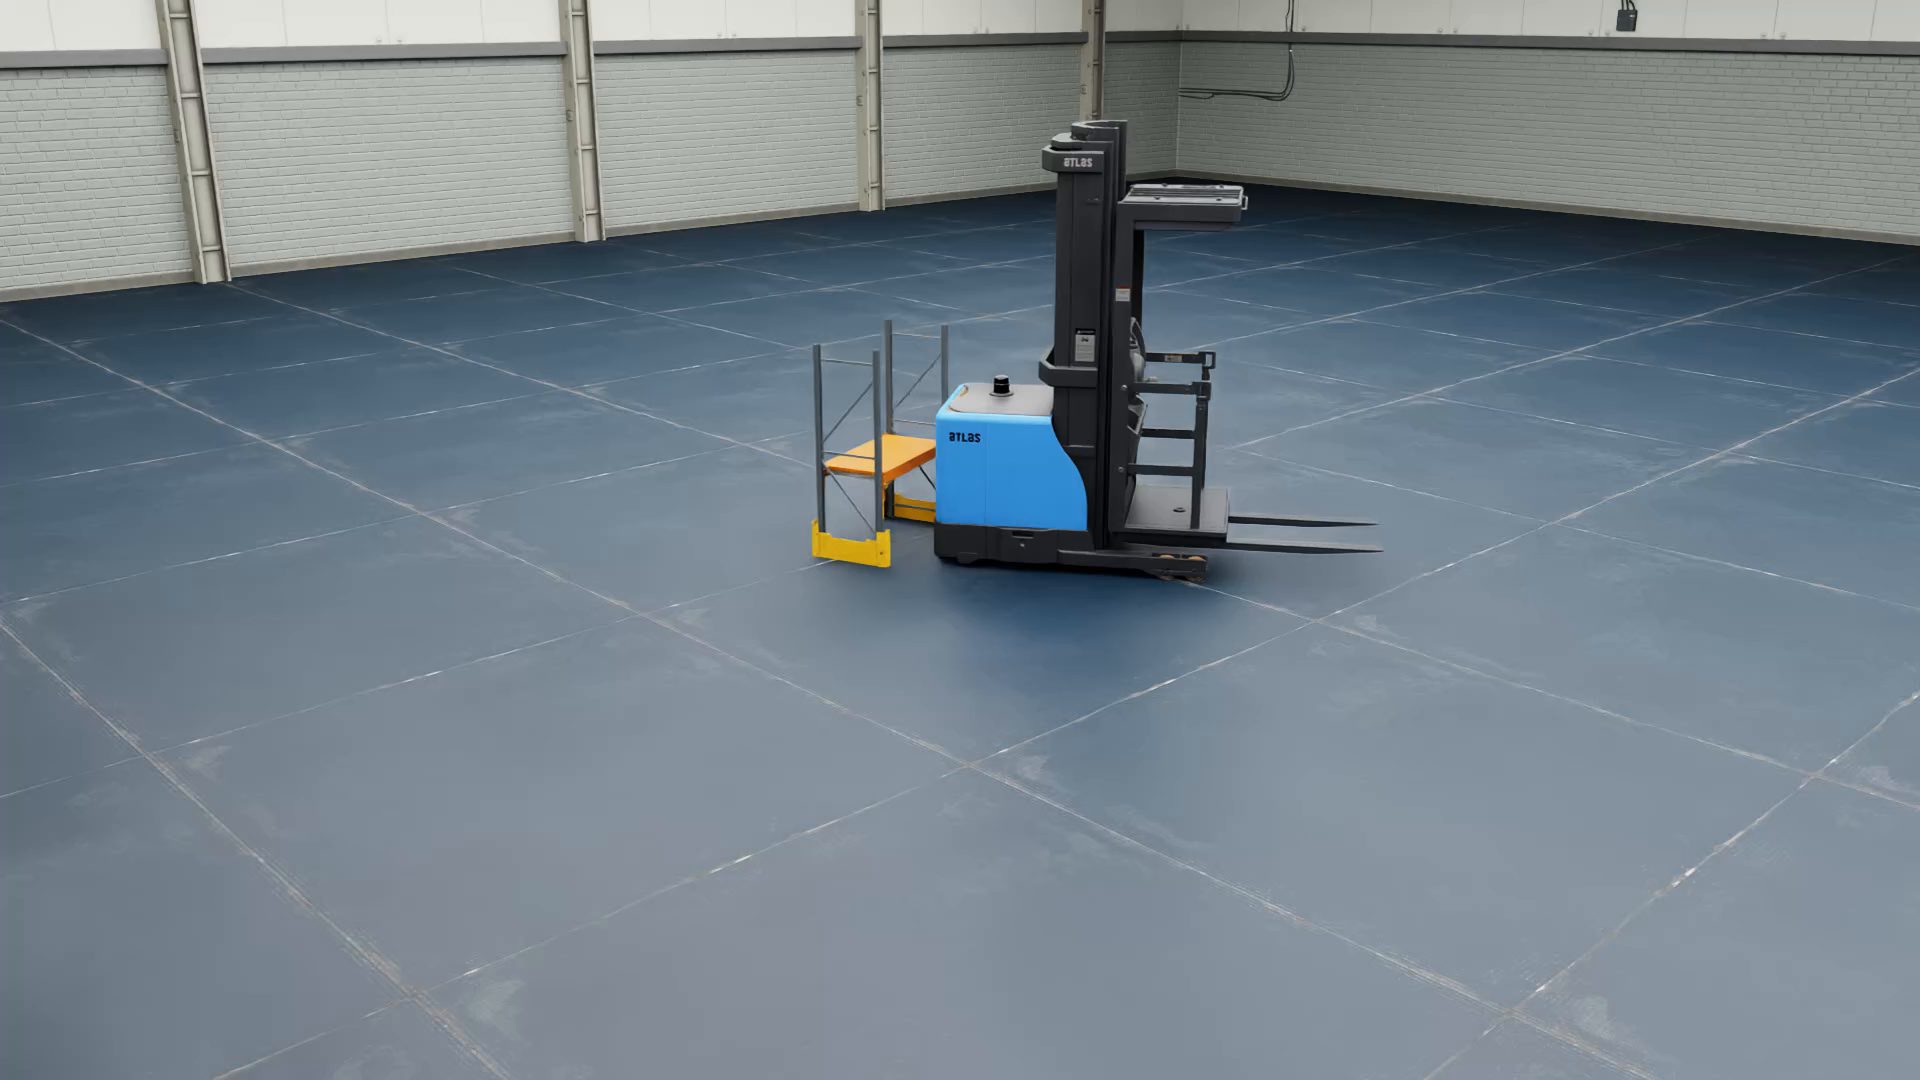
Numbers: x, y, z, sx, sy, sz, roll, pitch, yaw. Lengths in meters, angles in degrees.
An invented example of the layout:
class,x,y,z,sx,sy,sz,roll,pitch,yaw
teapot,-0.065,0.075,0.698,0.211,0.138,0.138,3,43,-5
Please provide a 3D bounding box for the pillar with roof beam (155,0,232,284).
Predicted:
class,x,y,z,sx,sy,sz,roll,pitch,yaw
pillar with roof beam,-7.403,-6.910,18.707,0.400,9.000,9.100,-16,24,-41

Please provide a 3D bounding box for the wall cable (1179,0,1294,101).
class,x,y,z,sx,sy,sz,roll,pitch,yaw
wall cable,5.767,-10.540,34.937,0.112,2.526,3.097,-16,24,-41

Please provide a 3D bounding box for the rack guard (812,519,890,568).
class,x,y,z,sx,sy,sz,roll,pitch,yaw
rack guard,-0.757,0.022,11.512,0.587,0.250,0.087,8,20,24

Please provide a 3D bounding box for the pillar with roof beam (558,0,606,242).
class,x,y,z,sx,sy,sz,roll,pitch,yaw
pillar with roof beam,-3.043,-8.182,22.629,0.400,9.000,9.100,-16,24,-41

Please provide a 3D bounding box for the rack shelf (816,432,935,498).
class,x,y,z,sx,sy,sz,roll,pitch,yaw
rack shelf,-0.536,-0.542,11.809,0.538,0.185,1.000,8,20,24

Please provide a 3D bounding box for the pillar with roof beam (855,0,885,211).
class,x,y,z,sx,sy,sz,roll,pitch,yaw
pillar with roof beam,1.316,-9.453,26.550,0.400,9.000,9.100,-16,24,-41

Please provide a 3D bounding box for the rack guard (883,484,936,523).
class,x,y,z,sx,sy,sz,roll,pitch,yaw
rack guard,-0.323,-0.255,12.365,0.587,0.250,0.087,8,20,24

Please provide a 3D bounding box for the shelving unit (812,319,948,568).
class,x,y,z,sx,sy,sz,roll,pitch,yaw
shelving unit,-0.540,-0.711,11.746,0.587,1.500,1.083,8,20,24

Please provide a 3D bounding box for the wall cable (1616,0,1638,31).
class,x,y,z,sx,sy,sz,roll,pitch,yaw
wall cable,12.278,-11.504,27.362,0.169,6.003,2.305,-16,24,-41

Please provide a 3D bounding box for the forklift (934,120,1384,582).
class,x,y,z,sx,sy,sz,roll,pitch,yaw
forklift,1.385,-1.294,11.222,3.031,2.935,1.130,3,18,10

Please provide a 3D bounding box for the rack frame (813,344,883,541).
class,x,y,z,sx,sy,sz,roll,pitch,yaw
rack frame,-0.758,-0.572,11.318,0.500,1.500,0.032,8,20,24

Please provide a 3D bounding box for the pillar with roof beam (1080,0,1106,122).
class,x,y,z,sx,sy,sz,roll,pitch,yaw
pillar with roof beam,5.676,-10.724,30.471,0.400,9.000,9.100,-16,24,-41

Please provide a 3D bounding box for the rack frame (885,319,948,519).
class,x,y,z,sx,sy,sz,roll,pitch,yaw
rack frame,-0.315,-0.855,12.189,0.500,1.500,0.032,8,20,24
